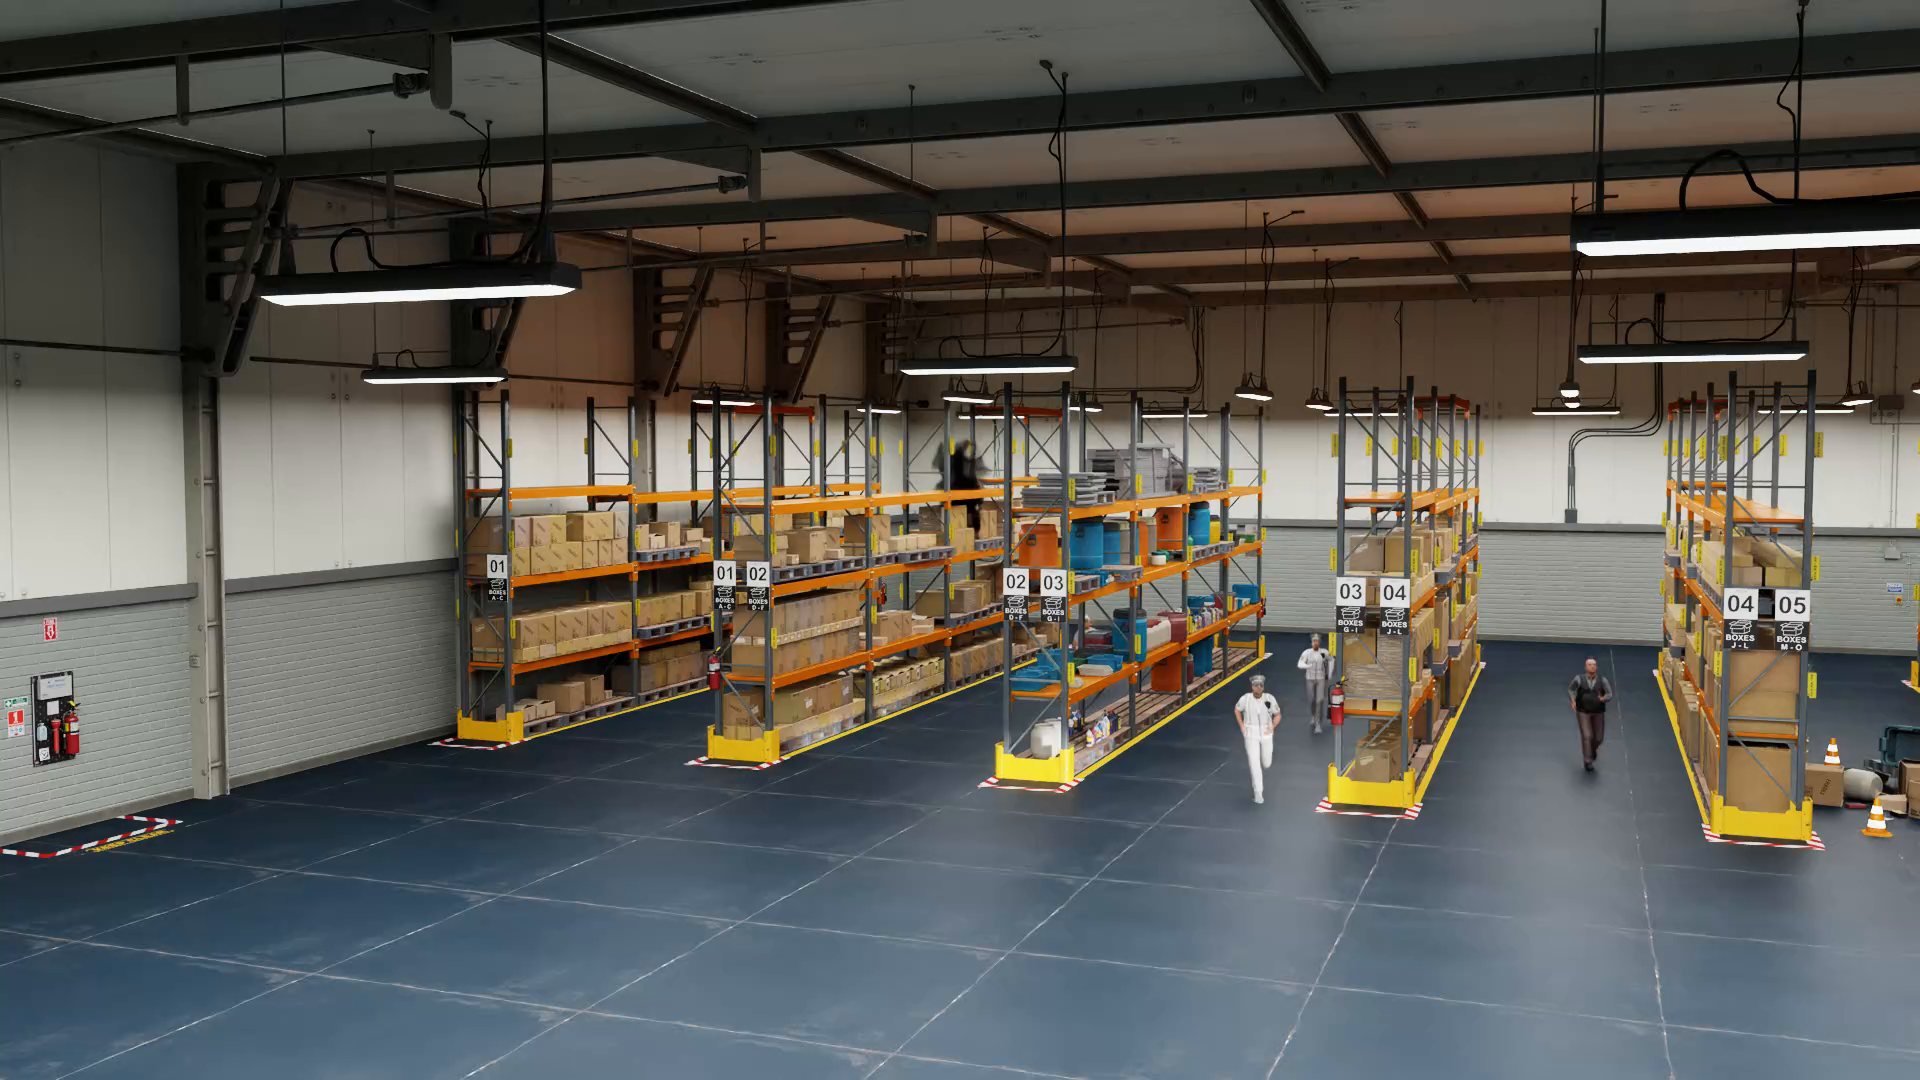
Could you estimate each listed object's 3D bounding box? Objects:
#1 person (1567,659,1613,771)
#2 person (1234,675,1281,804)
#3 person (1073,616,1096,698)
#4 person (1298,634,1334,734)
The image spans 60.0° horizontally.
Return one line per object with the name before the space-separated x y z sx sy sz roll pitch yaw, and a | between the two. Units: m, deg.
person | 9.857 2.712 26.011 0.668 1.699 0.912 1 3 13
person | 4.304 2.825 23.955 0.634 1.791 1.104 0 3 -2
person | 2.552 2.344 33.491 0.614 1.638 0.578 1 3 19
person | 6.318 2.519 29.543 0.612 1.748 0.794 1 3 16
